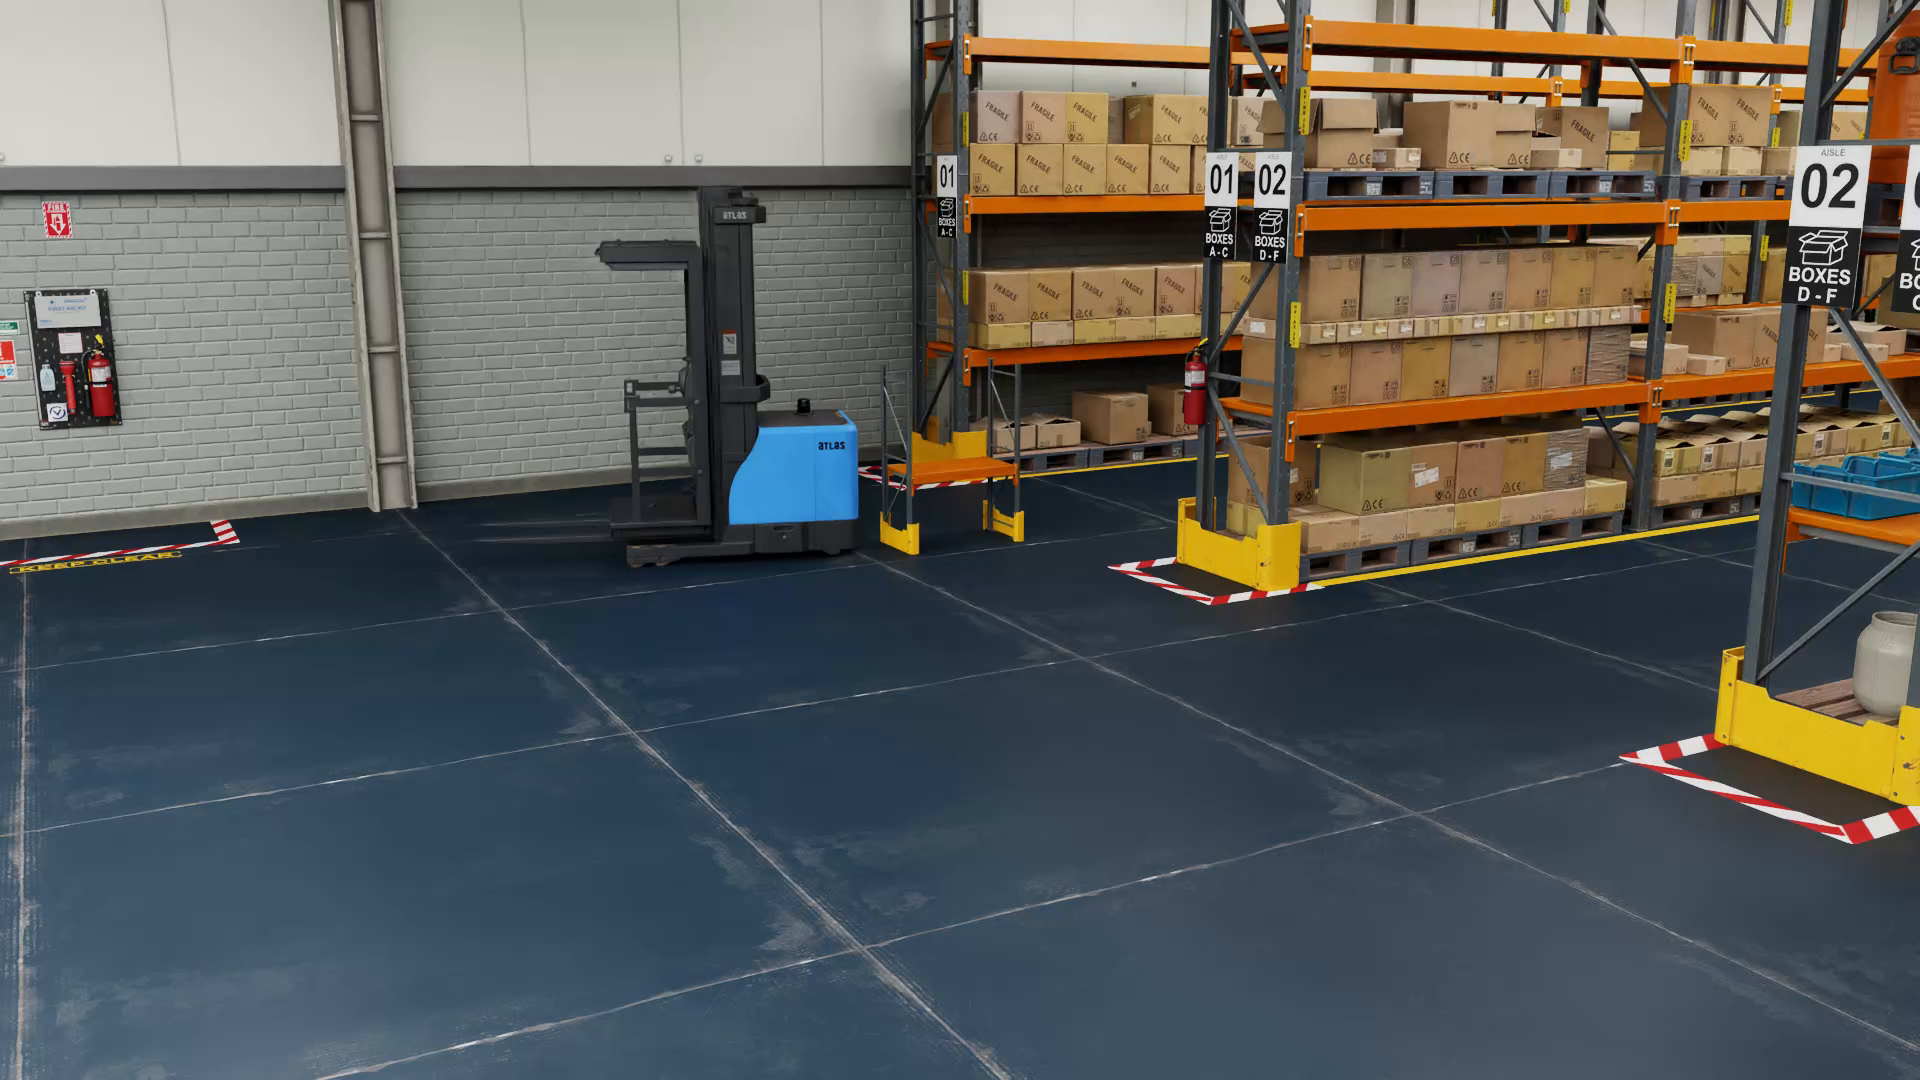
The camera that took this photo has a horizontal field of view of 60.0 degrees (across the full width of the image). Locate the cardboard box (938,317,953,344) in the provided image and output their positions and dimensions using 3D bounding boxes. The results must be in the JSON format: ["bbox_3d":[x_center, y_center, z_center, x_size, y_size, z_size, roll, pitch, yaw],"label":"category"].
[{"bbox_3d":[0.110,-2.184,17.278,0.500,0.250,0.500,-7,14,-27],"label":"cardboard box"}]

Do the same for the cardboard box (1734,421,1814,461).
[{"bbox_3d":[7.511,-0.922,15.403,0.500,0.311,0.500,-6,14,-26],"label":"cardboard box"}]

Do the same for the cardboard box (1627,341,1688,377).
[{"bbox_3d":[6.091,-1.615,14.793,0.500,0.250,0.500,-6,14,-24],"label":"cardboard box"}]

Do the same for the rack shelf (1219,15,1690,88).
[{"bbox_3d":[3.924,-3.798,13.038,4.000,0.370,1.077,-7,14,-28],"label":"rack shelf"}]

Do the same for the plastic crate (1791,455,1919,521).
[{"bbox_3d":[4.835,-0.289,8.902,0.616,0.251,0.499,-7,14,-28],"label":"plastic crate"}]

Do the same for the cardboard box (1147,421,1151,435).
[{"bbox_3d":[1.890,-1.241,18.283,0.250,0.149,0.380,-8,15,-32],"label":"cardboard box"}]

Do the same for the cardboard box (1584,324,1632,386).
[{"bbox_3d":[5.293,-1.628,14.285,0.500,0.500,0.700,-7,15,-29],"label":"cardboard box"}]

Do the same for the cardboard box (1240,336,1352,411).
[{"bbox_3d":[2.585,-1.302,12.835,0.500,0.500,0.700,-7,14,-28],"label":"cardboard box"}]

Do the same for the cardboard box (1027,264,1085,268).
[{"bbox_3d":[1.002,-2.660,17.686,0.500,0.500,0.500,-7,15,-29],"label":"cardboard box"}]

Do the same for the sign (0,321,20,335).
[{"bbox_3d":[-7.988,-1.754,13.782,0.331,0.109,0.001,-7,14,-28],"label":"sign"}]

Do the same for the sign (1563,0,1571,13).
[{"bbox_3d":[7.083,-6.320,19.389,0.005,0.325,0.100,-7,14,-28],"label":"sign"}]

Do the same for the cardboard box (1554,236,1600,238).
[{"bbox_3d":[7.996,-3.777,21.401,0.500,0.250,0.500,-7,15,-29],"label":"cardboard box"}]

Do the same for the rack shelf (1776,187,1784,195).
[{"bbox_3d":[12.080,-4.746,23.173,4.000,0.370,1.077,-7,14,-28],"label":"rack shelf"}]

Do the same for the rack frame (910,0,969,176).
[{"bbox_3d":[-0.208,-5.088,16.221,0.127,3.000,1.000,-7,14,-28],"label":"rack frame"}]

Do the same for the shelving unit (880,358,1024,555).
[{"bbox_3d":[-0.067,-0.724,13.909,1.083,1.500,0.587,-7,14,-28],"label":"shelving unit"}]

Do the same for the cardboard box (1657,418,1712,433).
[{"bbox_3d":[6.791,-0.970,15.618,0.500,0.311,0.500,-7,14,-28],"label":"cardboard box"}]

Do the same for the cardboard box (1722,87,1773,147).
[{"bbox_3d":[6.729,-3.710,14.608,0.500,0.500,0.500,-5,14,-22],"label":"cardboard box"}]

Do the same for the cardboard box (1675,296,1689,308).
[{"bbox_3d":[9.255,-3.119,21.662,0.250,0.149,0.380,-7,14,-28],"label":"cardboard box"}]

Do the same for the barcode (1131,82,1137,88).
[{"bbox_3d":[1.877,-4.909,17.930,0.075,0.075,0.001,-7,14,-28],"label":"barcode"}]

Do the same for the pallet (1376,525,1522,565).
[{"bbox_3d":[3.890,-0.062,13.905,1.213,0.211,1.003,-7,14,-28],"label":"pallet"}]

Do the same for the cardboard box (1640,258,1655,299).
[{"bbox_3d":[8.717,-3.370,21.299,0.500,0.500,0.500,-6,14,-26],"label":"cardboard box"}]

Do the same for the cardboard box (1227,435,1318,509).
[{"bbox_3d":[2.497,-0.550,13.318,0.500,0.500,0.500,-7,14,-28],"label":"cardboard box"}]

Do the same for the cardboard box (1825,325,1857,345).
[{"bbox_3d":[8.313,-1.948,16.136,0.500,0.311,0.500,-7,14,-29],"label":"cardboard box"}]

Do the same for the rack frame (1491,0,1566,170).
[{"bbox_3d":[6.814,-5.929,19.960,0.127,3.000,1.000,-7,14,-28],"label":"rack frame"}]

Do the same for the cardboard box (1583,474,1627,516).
[{"bbox_3d":[5.378,-0.400,14.361,0.500,0.250,0.500,-7,14,-28],"label":"cardboard box"}]

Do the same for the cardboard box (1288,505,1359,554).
[{"bbox_3d":[2.746,-0.084,12.955,0.500,0.250,0.500,-7,14,-28],"label":"cardboard box"}]

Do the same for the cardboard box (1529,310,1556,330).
[{"bbox_3d":[4.650,-1.816,13.642,0.250,0.149,0.380,-7,14,-28],"label":"cardboard box"}]

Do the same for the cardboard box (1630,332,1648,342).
[{"bbox_3d":[8.294,-2.302,21.444,0.750,0.750,0.750,-7,14,-28],"label":"cardboard box"}]

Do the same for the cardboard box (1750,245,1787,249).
[{"bbox_3d":[11.452,-3.699,23.032,0.700,0.700,0.980,-7,15,-29],"label":"cardboard box"}]

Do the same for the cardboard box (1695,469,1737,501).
[{"bbox_3d":[6.602,-0.539,14.979,0.500,0.250,0.500,-6,14,-26],"label":"cardboard box"}]

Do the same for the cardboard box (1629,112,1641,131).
[{"bbox_3d":[9.012,-5.388,21.448,0.500,0.250,0.500,-7,15,-30],"label":"cardboard box"}]

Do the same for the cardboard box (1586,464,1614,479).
[{"bbox_3d":[5.905,-0.590,15.207,0.500,0.250,0.500,-7,14,-28],"label":"cardboard box"}]

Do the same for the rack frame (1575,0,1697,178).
[{"bbox_3d":[5.680,-4.554,13.850,0.127,3.000,1.000,-7,14,-28],"label":"rack frame"}]

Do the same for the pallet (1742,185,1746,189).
[{"bbox_3d":[9.544,-4.687,21.710,1.217,0.209,0.805,-8,15,-30],"label":"pallet"}]

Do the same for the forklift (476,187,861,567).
[{"bbox_3d":[-2.380,-1.341,13.392,3.031,2.935,1.130,-2,13,-11],"label":"forklift"}]

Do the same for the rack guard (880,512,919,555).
[{"bbox_3d":[-0.504,-0.062,13.813,0.087,0.250,0.587,-7,14,-28],"label":"rack guard"}]

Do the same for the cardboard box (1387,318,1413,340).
[{"bbox_3d":[3.289,-1.652,12.913,0.250,0.149,0.380,-7,14,-29],"label":"cardboard box"}]

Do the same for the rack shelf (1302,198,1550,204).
[{"bbox_3d":[5.059,-3.905,19.434,4.000,0.370,1.077,-7,14,-28],"label":"rack shelf"}]

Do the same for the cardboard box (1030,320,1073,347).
[{"bbox_3d":[0.822,-2.145,17.105,0.500,0.250,0.500,-7,15,-30],"label":"cardboard box"}]

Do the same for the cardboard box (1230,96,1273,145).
[{"bbox_3d":[2.993,-4.486,17.830,0.500,0.500,0.500,-8,15,-33],"label":"cardboard box"}]

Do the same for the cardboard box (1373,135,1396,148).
[{"bbox_3d":[3.053,-3.042,13.029,0.500,0.250,0.500,-7,14,-28],"label":"cardboard box"}]

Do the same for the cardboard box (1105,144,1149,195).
[{"bbox_3d":[1.608,-3.835,17.214,0.500,0.500,0.500,-6,14,-24],"label":"cardboard box"}]

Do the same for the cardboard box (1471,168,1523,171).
[{"bbox_3d":[6.311,-4.304,19.729,0.500,0.311,0.500,-7,14,-28],"label":"cardboard box"}]

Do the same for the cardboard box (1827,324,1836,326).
[{"bbox_3d":[12.619,-3.025,23.978,0.250,0.149,0.380,-7,14,-27],"label":"cardboard box"}]

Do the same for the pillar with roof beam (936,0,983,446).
[{"bbox_3d":[2.055,-4.498,13.602,0.400,9.000,9.100,-7,14,-28],"label":"pillar with roof beam"}]

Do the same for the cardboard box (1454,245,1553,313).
[{"bbox_3d":[4.411,-2.155,13.672,0.500,0.500,0.700,-7,14,-28],"label":"cardboard box"}]

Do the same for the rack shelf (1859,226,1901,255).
[{"bbox_3d":[6.295,-1.575,9.080,4.000,0.370,1.077,-7,14,-28],"label":"rack shelf"}]

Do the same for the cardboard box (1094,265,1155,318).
[{"bbox_3d":[1.698,-2.615,17.487,0.500,0.500,0.500,-6,14,-26],"label":"cardboard box"}]

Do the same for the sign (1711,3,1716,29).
[{"bbox_3d":[10.081,-6.993,22.197,0.005,0.325,0.100,-7,14,-28],"label":"sign"}]

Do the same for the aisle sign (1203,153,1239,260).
[{"bbox_3d":[1.971,-2.525,12.574,0.004,0.787,0.394,-7,14,-28],"label":"aisle sign"}]

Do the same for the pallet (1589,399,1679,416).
[{"bbox_3d":[8.612,-1.838,21.795,1.213,0.211,1.003,-7,14,-28],"label":"pallet"}]

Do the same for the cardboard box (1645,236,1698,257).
[{"bbox_3d":[9.136,-3.789,21.454,0.500,0.250,0.500,-7,14,-27],"label":"cardboard box"}]
